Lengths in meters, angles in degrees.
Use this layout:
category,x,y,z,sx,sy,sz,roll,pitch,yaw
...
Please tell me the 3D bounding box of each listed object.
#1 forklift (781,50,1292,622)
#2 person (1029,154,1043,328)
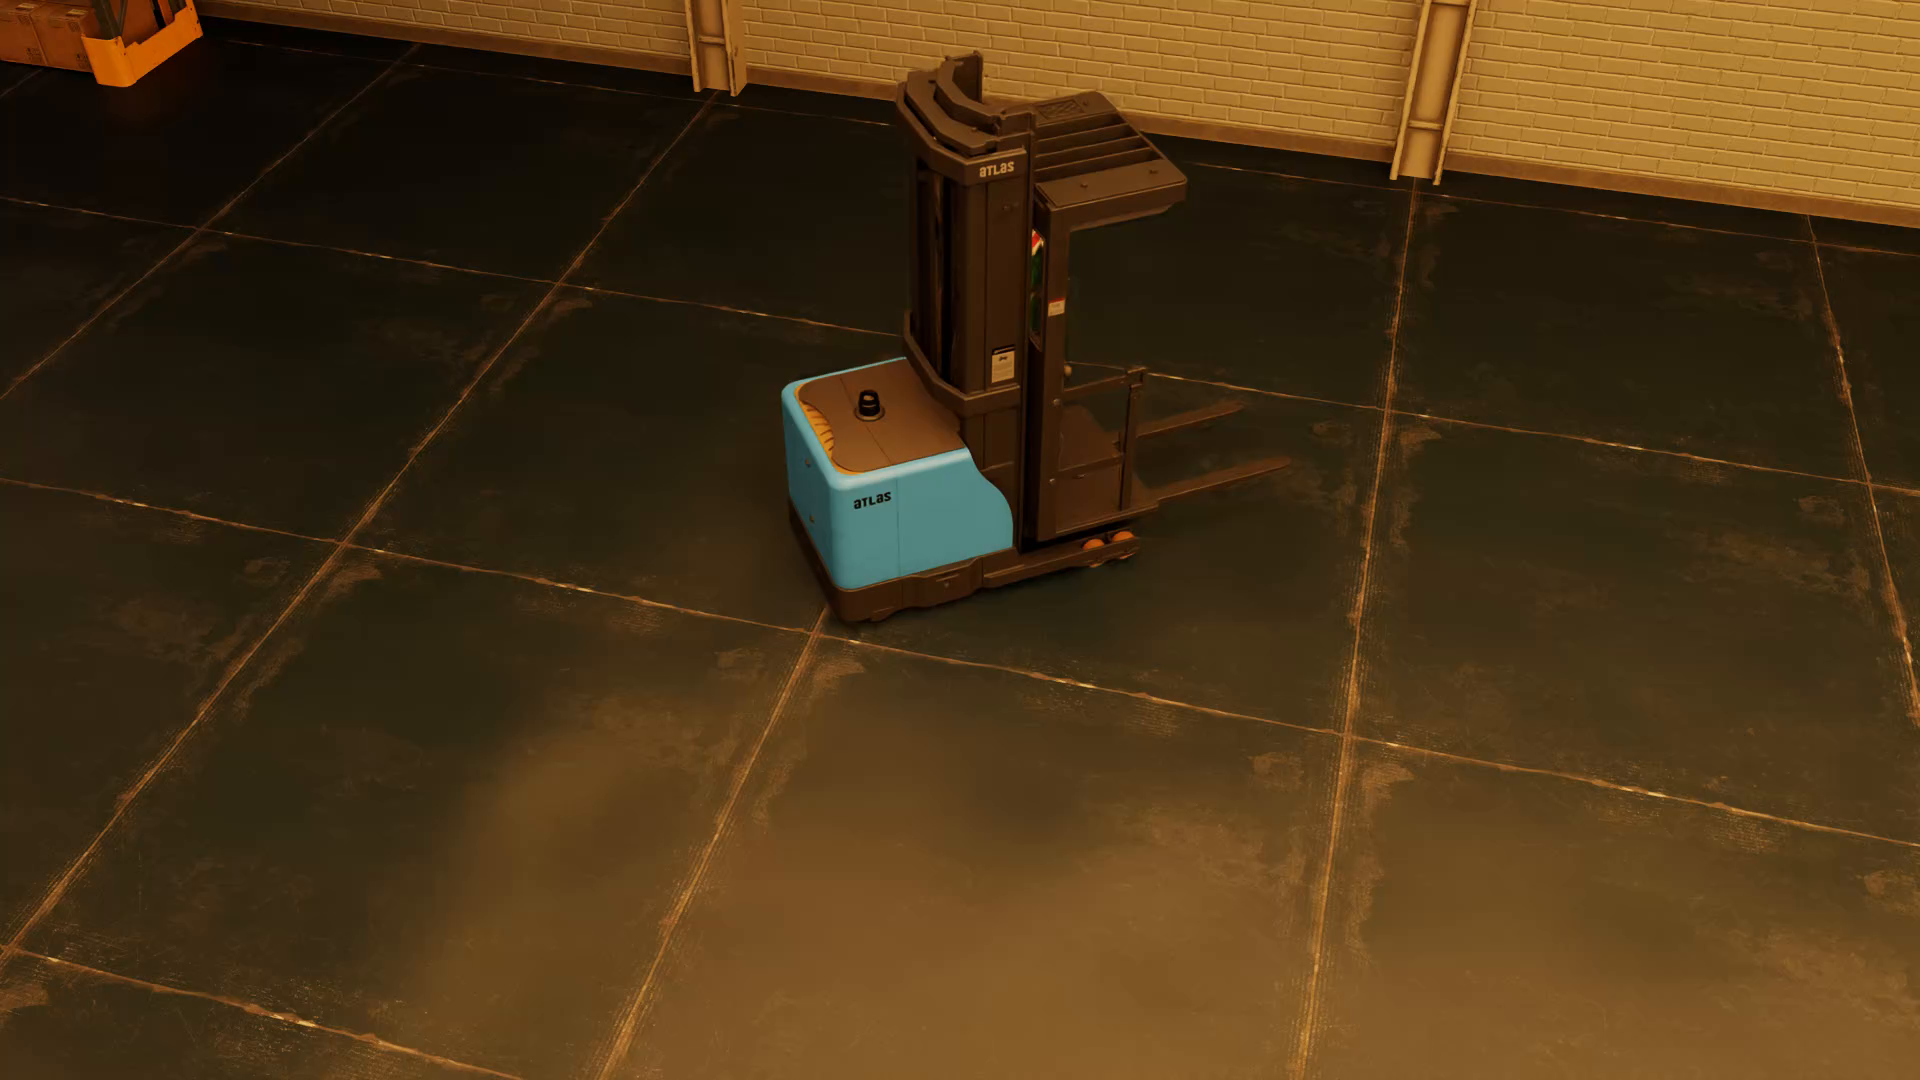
category,x,y,z,sx,sy,sz,roll,pitch,yaw
forklift,0.533,-1.252,9.290,3.031,2.935,1.130,-15,43,-16
person,0.468,-1.892,10.877,0.556,1.790,0.641,11,42,12
